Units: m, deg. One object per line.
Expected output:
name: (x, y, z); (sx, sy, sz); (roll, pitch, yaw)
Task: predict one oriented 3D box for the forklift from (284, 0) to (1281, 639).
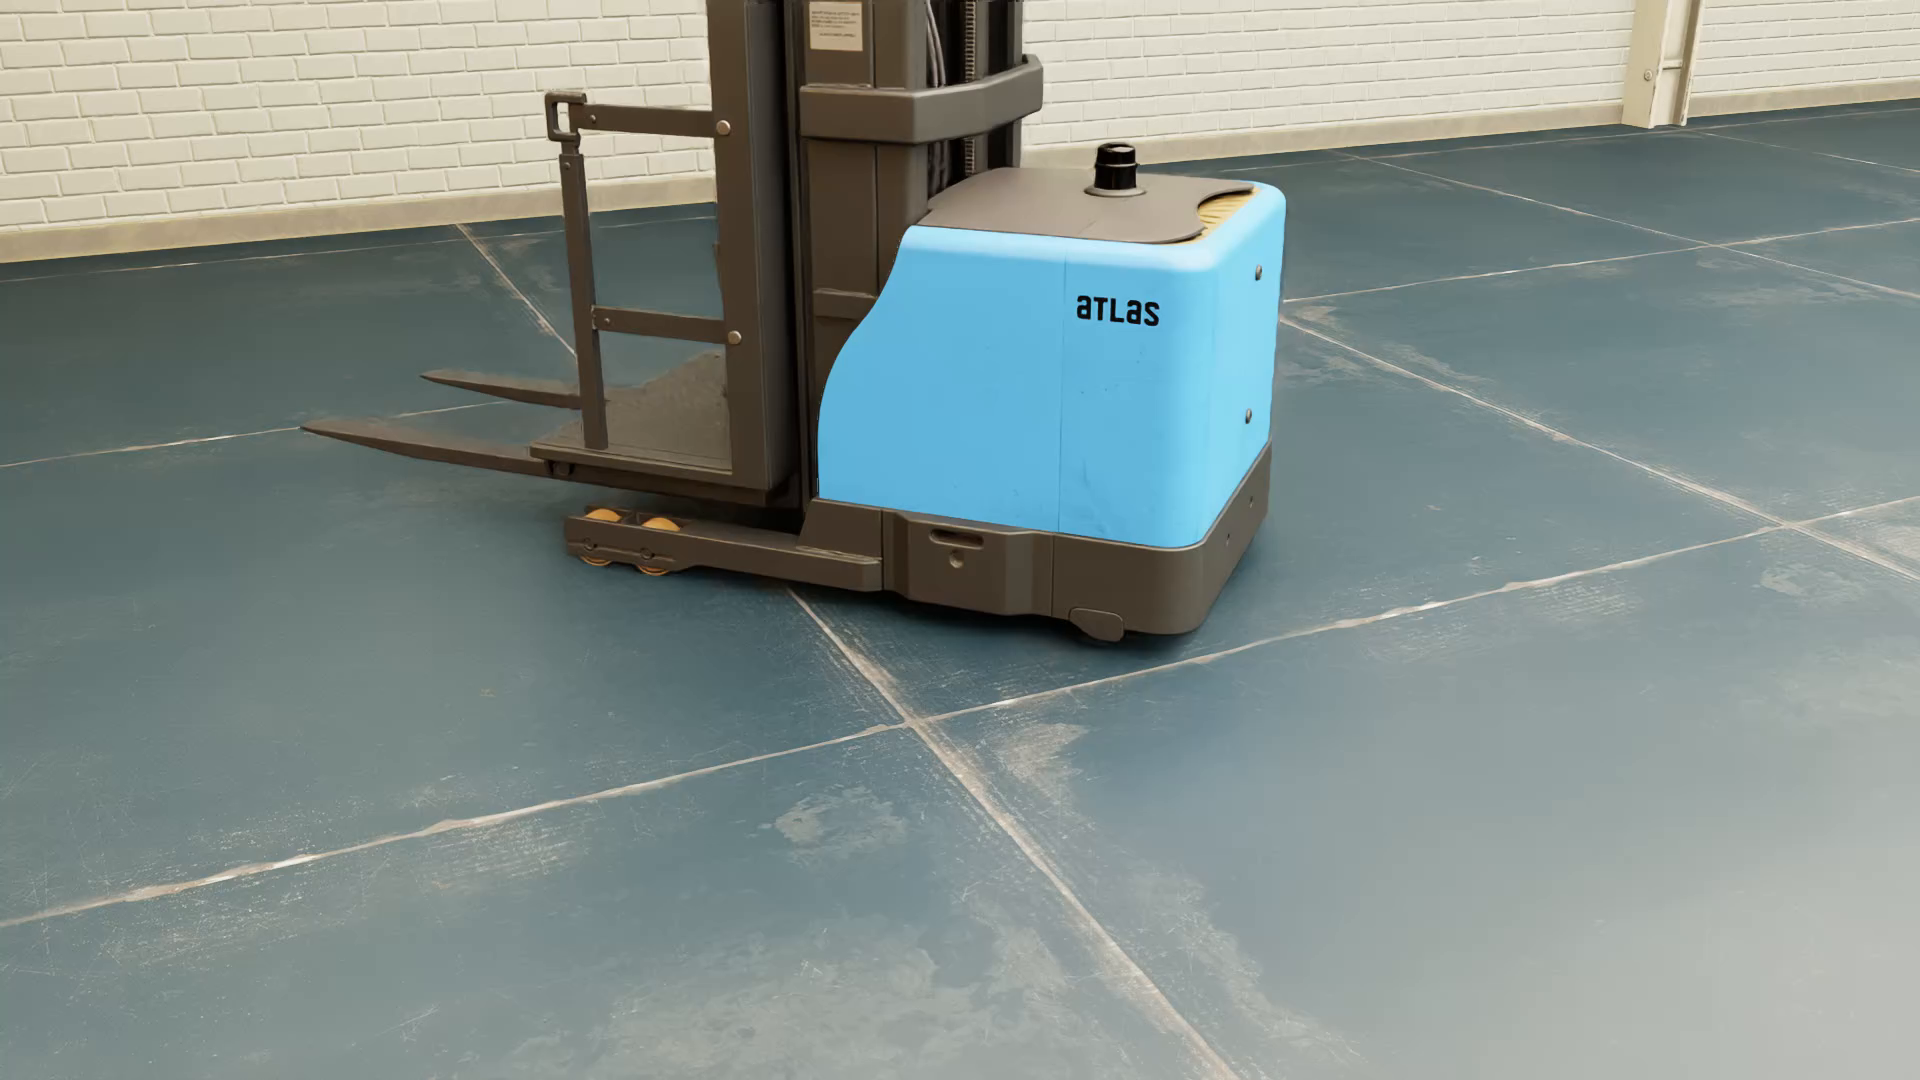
forklift: (-0.633, -1.417, 4.697); (3.031, 2.935, 1.130); (7, 24, 17)
